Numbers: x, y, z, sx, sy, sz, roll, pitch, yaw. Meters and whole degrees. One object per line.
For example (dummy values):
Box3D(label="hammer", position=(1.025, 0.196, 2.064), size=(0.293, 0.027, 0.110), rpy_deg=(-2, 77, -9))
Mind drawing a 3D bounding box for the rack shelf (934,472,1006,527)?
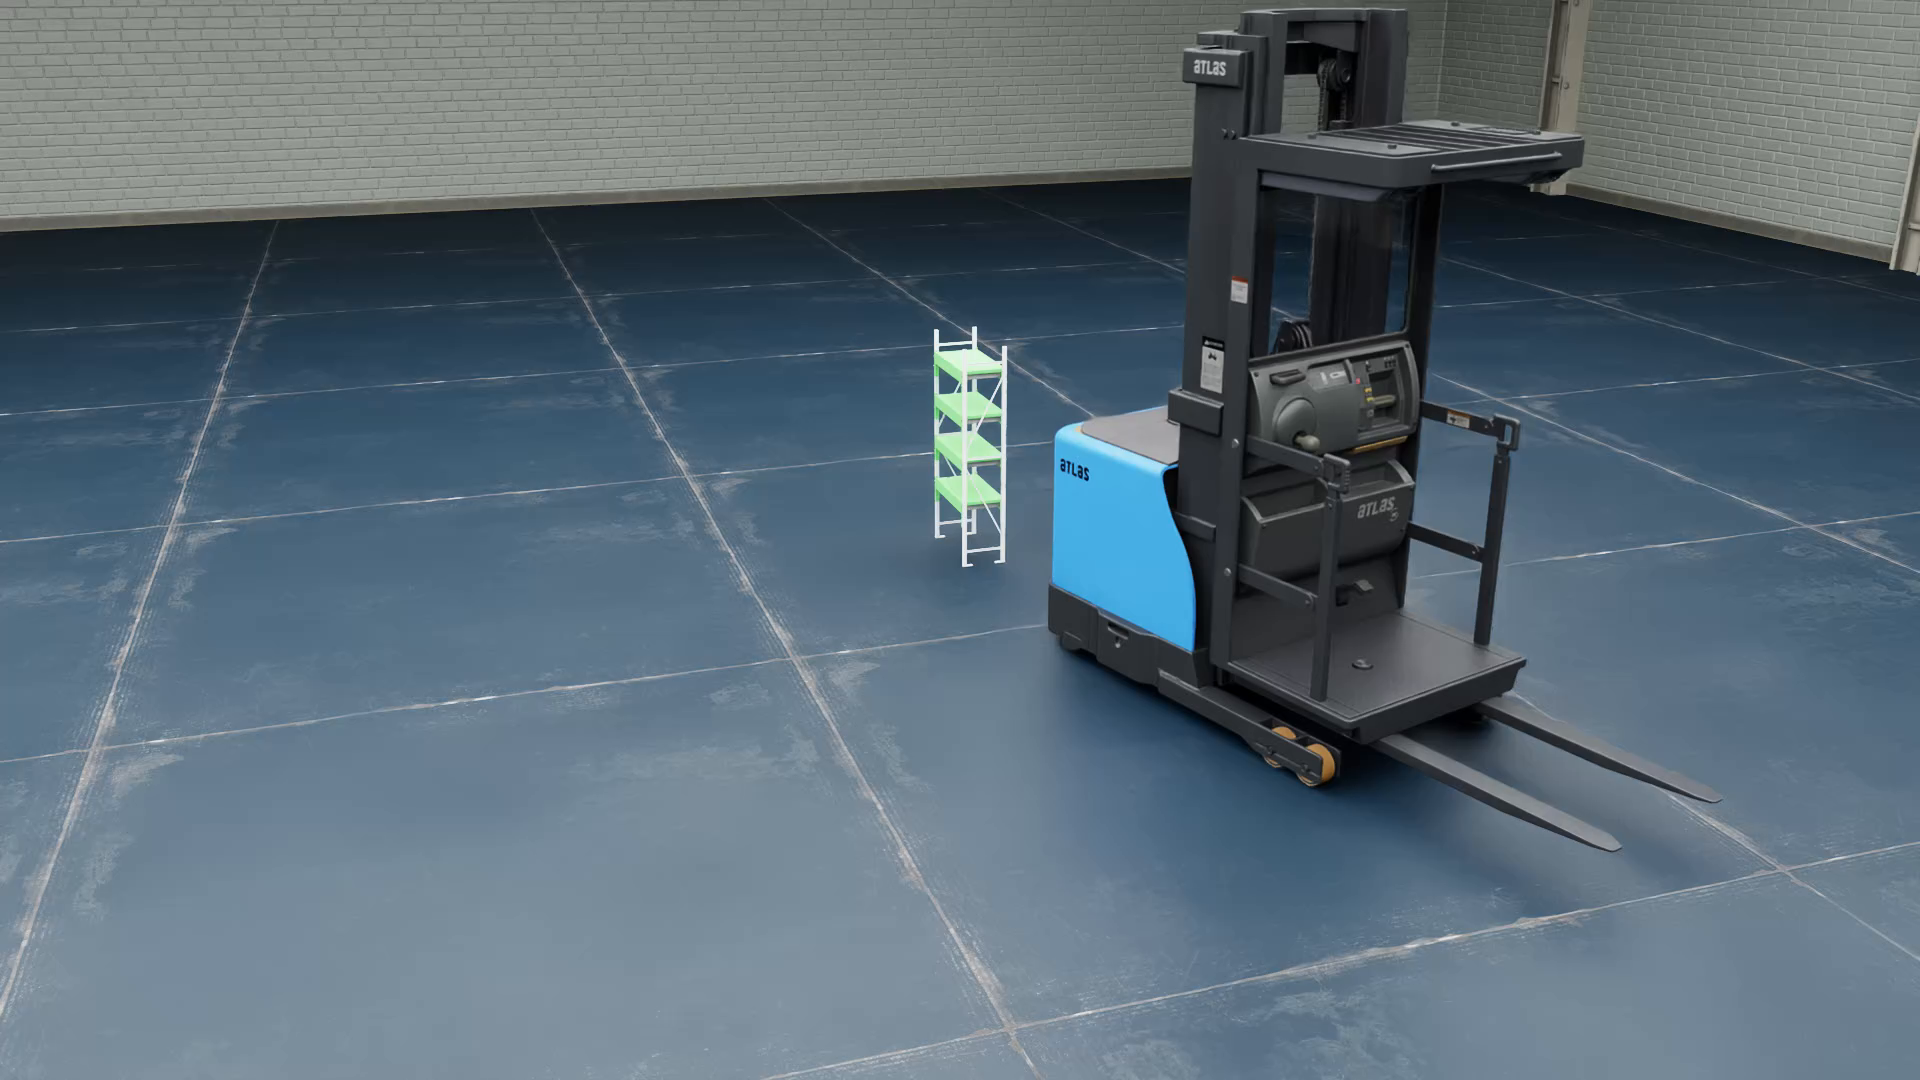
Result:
Box3D(label="rack shelf", position=(0.052, -0.226, 9.169), size=(0.258, 0.148, 0.480), rpy_deg=(-6, 21, -17))

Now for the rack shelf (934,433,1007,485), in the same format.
Box3D(label="rack shelf", position=(0.052, -0.451, 9.087), size=(0.258, 0.148, 0.480), rpy_deg=(-6, 21, -17))

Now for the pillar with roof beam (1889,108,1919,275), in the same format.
Box3D(label="pillar with roof beam", position=(5.754, -6.544, 14.324), size=(9.100, 9.000, 0.400), rpy_deg=(-6, 21, -17))

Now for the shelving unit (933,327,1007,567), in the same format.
Box3D(label="shelving unit", position=(0.052, -0.512, 9.066), size=(0.258, 1.200, 0.503), rpy_deg=(-6, 21, -17))

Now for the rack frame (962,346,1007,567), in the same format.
Box3D(label="rack frame", position=(0.129, -0.433, 8.848), size=(0.240, 1.200, 0.015), rpy_deg=(-6, 21, -17))

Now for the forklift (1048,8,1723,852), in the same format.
Box3D(label="forklift", position=(1.674, -0.577, 6.686), size=(1.130, 2.935, 3.031), rpy_deg=(-13, 24, -32))

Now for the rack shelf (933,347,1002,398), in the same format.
Box3D(label="rack shelf", position=(0.052, -0.903, 8.925), size=(0.258, 0.148, 0.480), rpy_deg=(-6, 21, -17))

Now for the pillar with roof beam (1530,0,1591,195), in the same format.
Box3D(label="pillar with roof beam", position=(3.868, -8.469, 19.684), size=(9.100, 9.000, 0.400), rpy_deg=(-6, 21, -17))

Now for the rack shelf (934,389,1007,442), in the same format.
Box3D(label="rack shelf", position=(0.052, -0.677, 9.006), size=(0.258, 0.148, 0.480), rpy_deg=(-6, 21, -17))

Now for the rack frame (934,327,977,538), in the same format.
Box3D(label="rack frame", position=(-0.025, -0.590, 9.284), size=(0.240, 1.200, 0.015), rpy_deg=(-6, 21, -17))
